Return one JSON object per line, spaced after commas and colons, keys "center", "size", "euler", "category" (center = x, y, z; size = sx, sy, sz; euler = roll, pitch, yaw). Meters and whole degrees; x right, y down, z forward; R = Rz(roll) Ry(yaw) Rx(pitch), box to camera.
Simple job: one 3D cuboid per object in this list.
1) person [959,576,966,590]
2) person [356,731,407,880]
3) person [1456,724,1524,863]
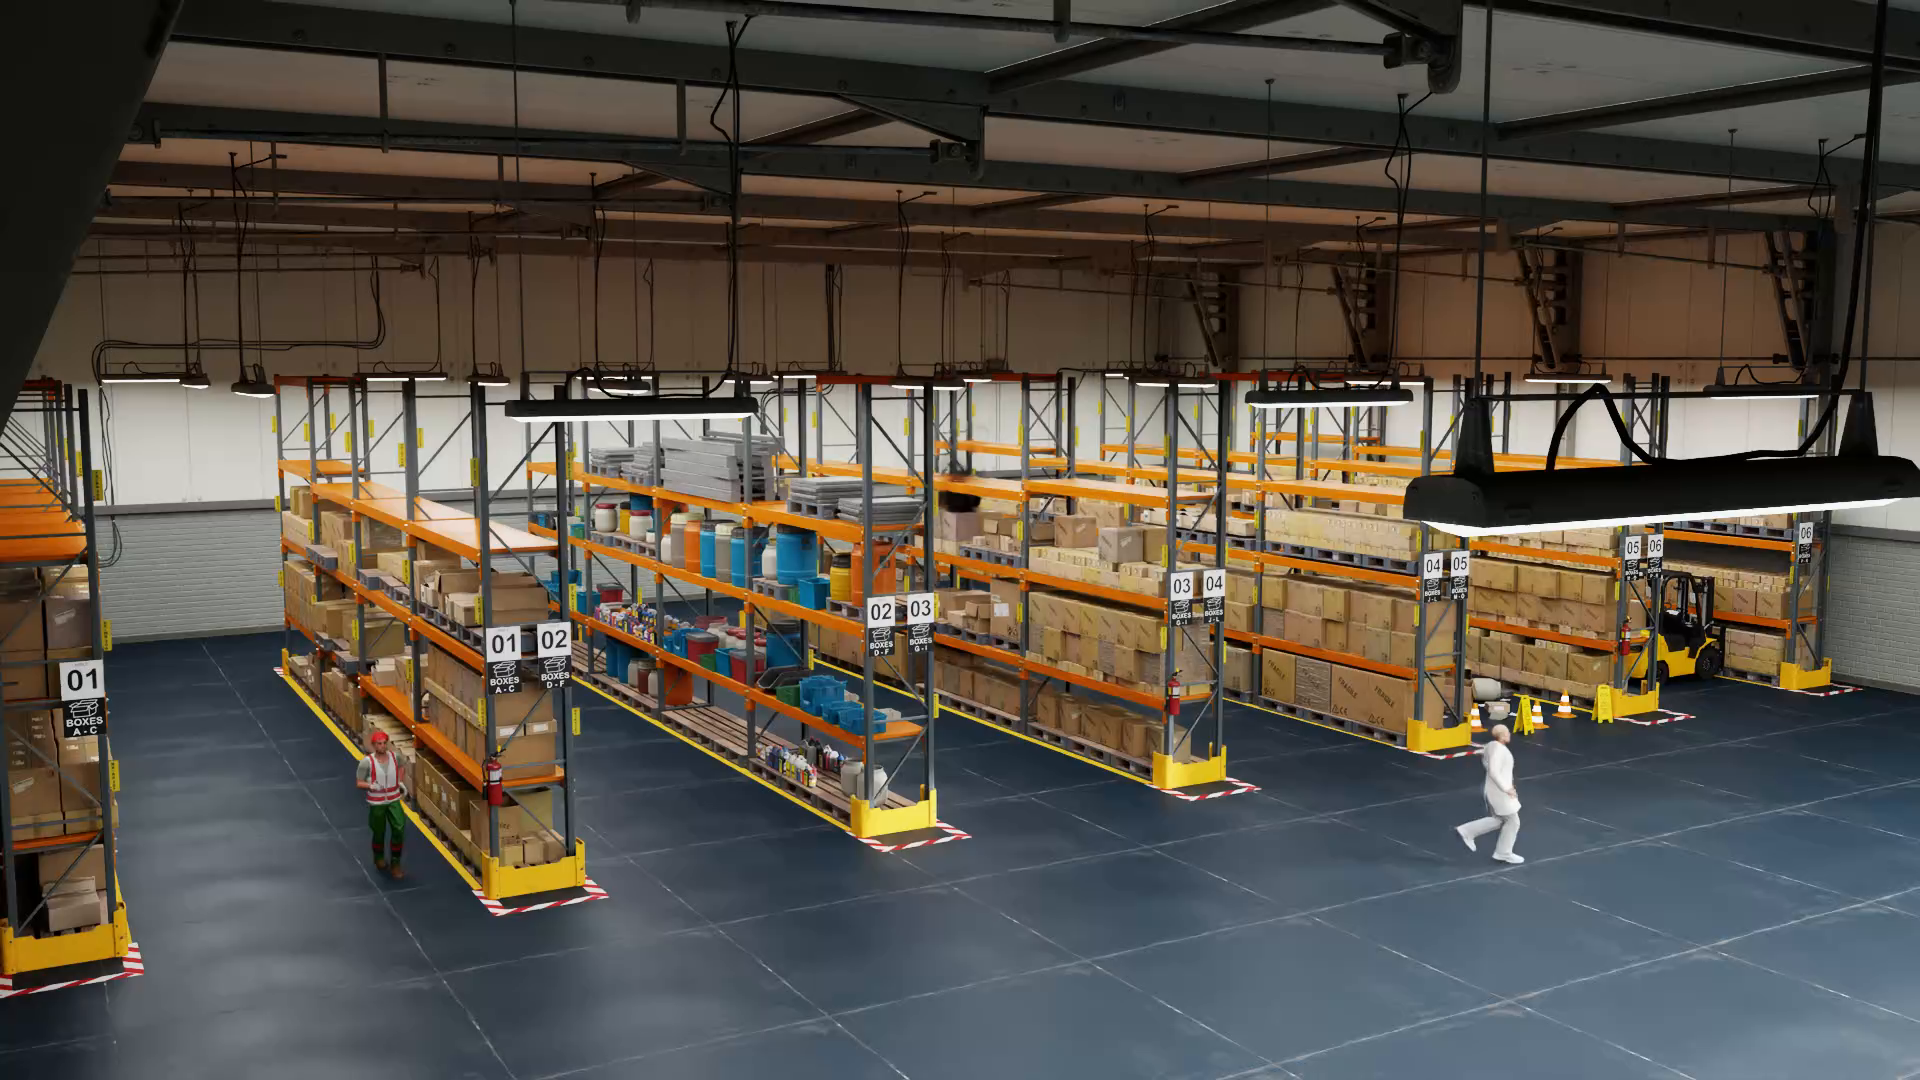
{"center": [0.050, 0.853, 42.419], "size": [0.583, 1.677, 0.762], "euler": [3, 7, 26], "category": "person"}
{"center": [-7.030, 3.233, 20.296], "size": [0.630, 1.836, 0.764], "euler": [-4, 7, -31], "category": "person"}
{"center": [6.706, 3.185, 20.952], "size": [0.817, 1.755, 0.731], "euler": [0, 6, 4], "category": "person"}
